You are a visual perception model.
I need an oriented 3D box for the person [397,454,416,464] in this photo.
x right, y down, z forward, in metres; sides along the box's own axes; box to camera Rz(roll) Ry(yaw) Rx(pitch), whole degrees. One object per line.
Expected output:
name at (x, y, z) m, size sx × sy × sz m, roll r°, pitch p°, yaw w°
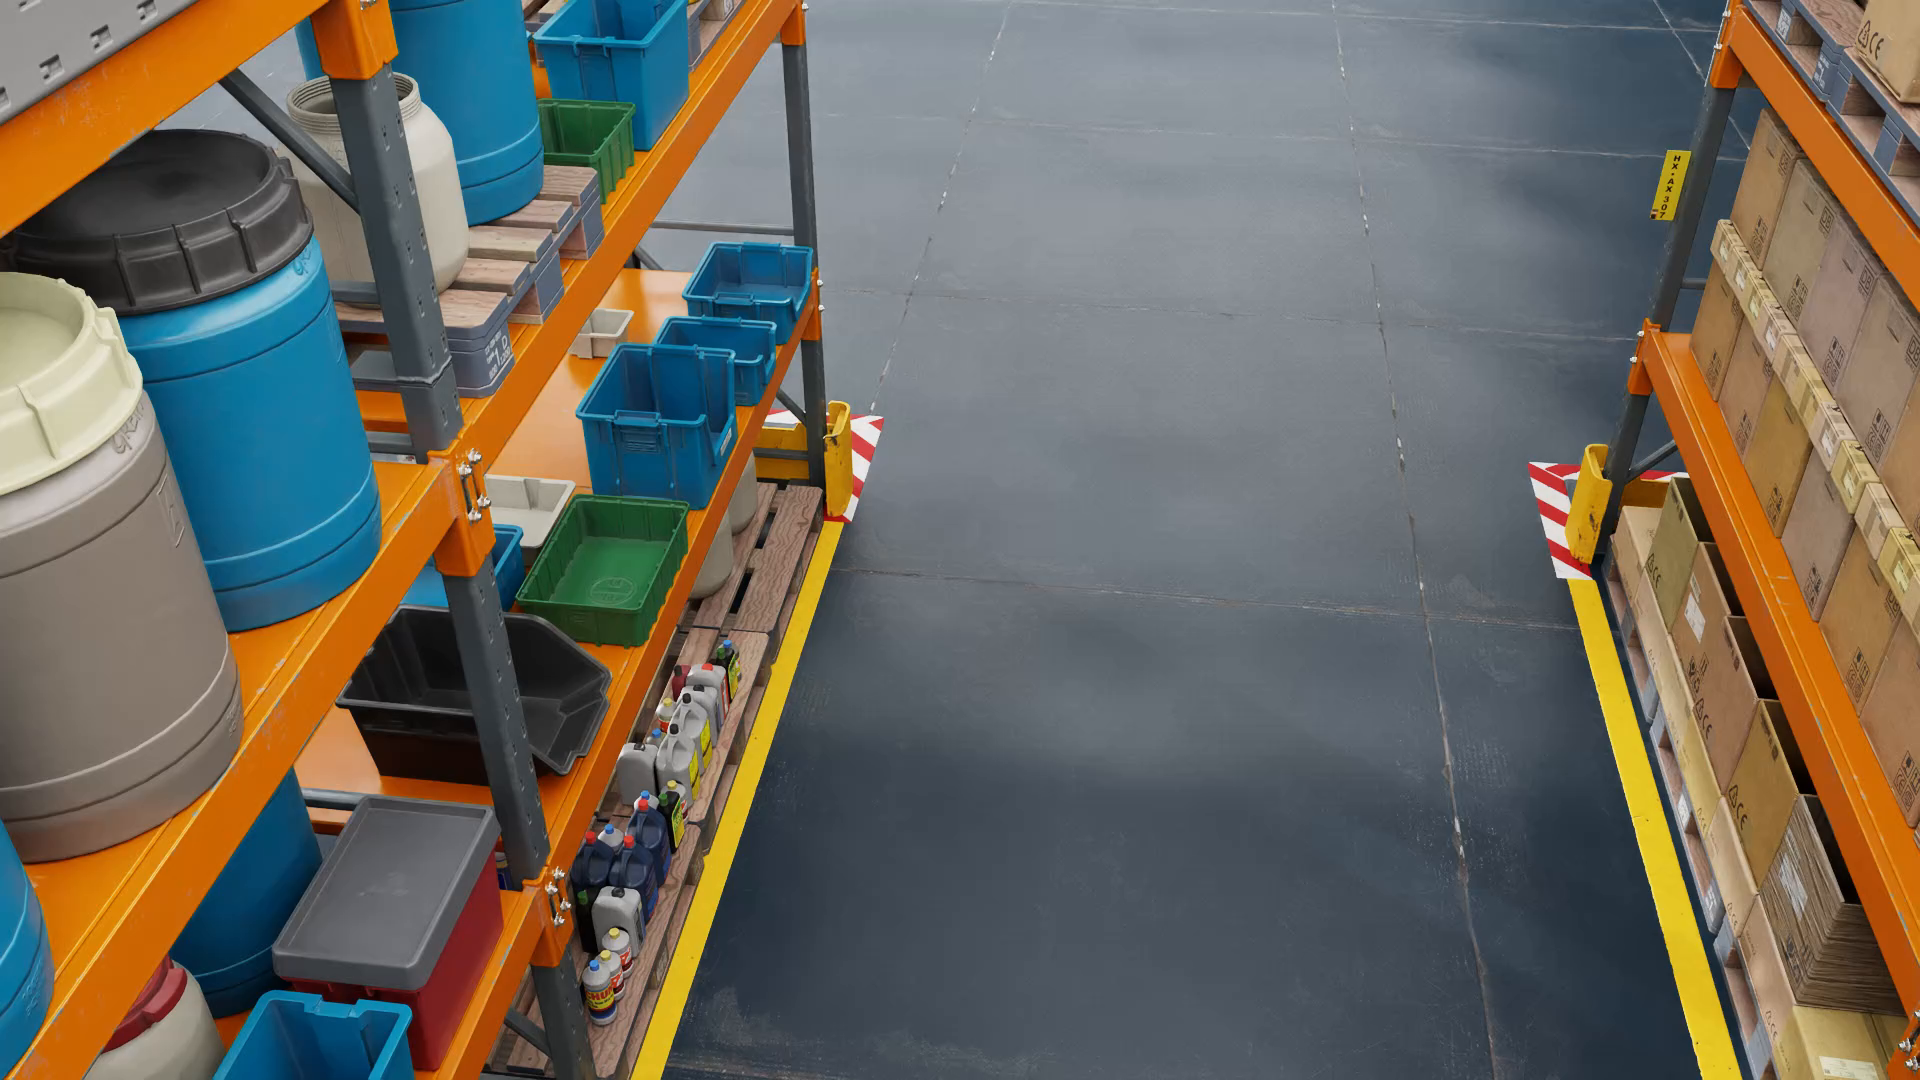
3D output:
person at (-2.593, -0.667, 8.279) m, size 0.628 × 1.440 × 0.658 m, roll -15°, pitch 38°, yaw -19°
